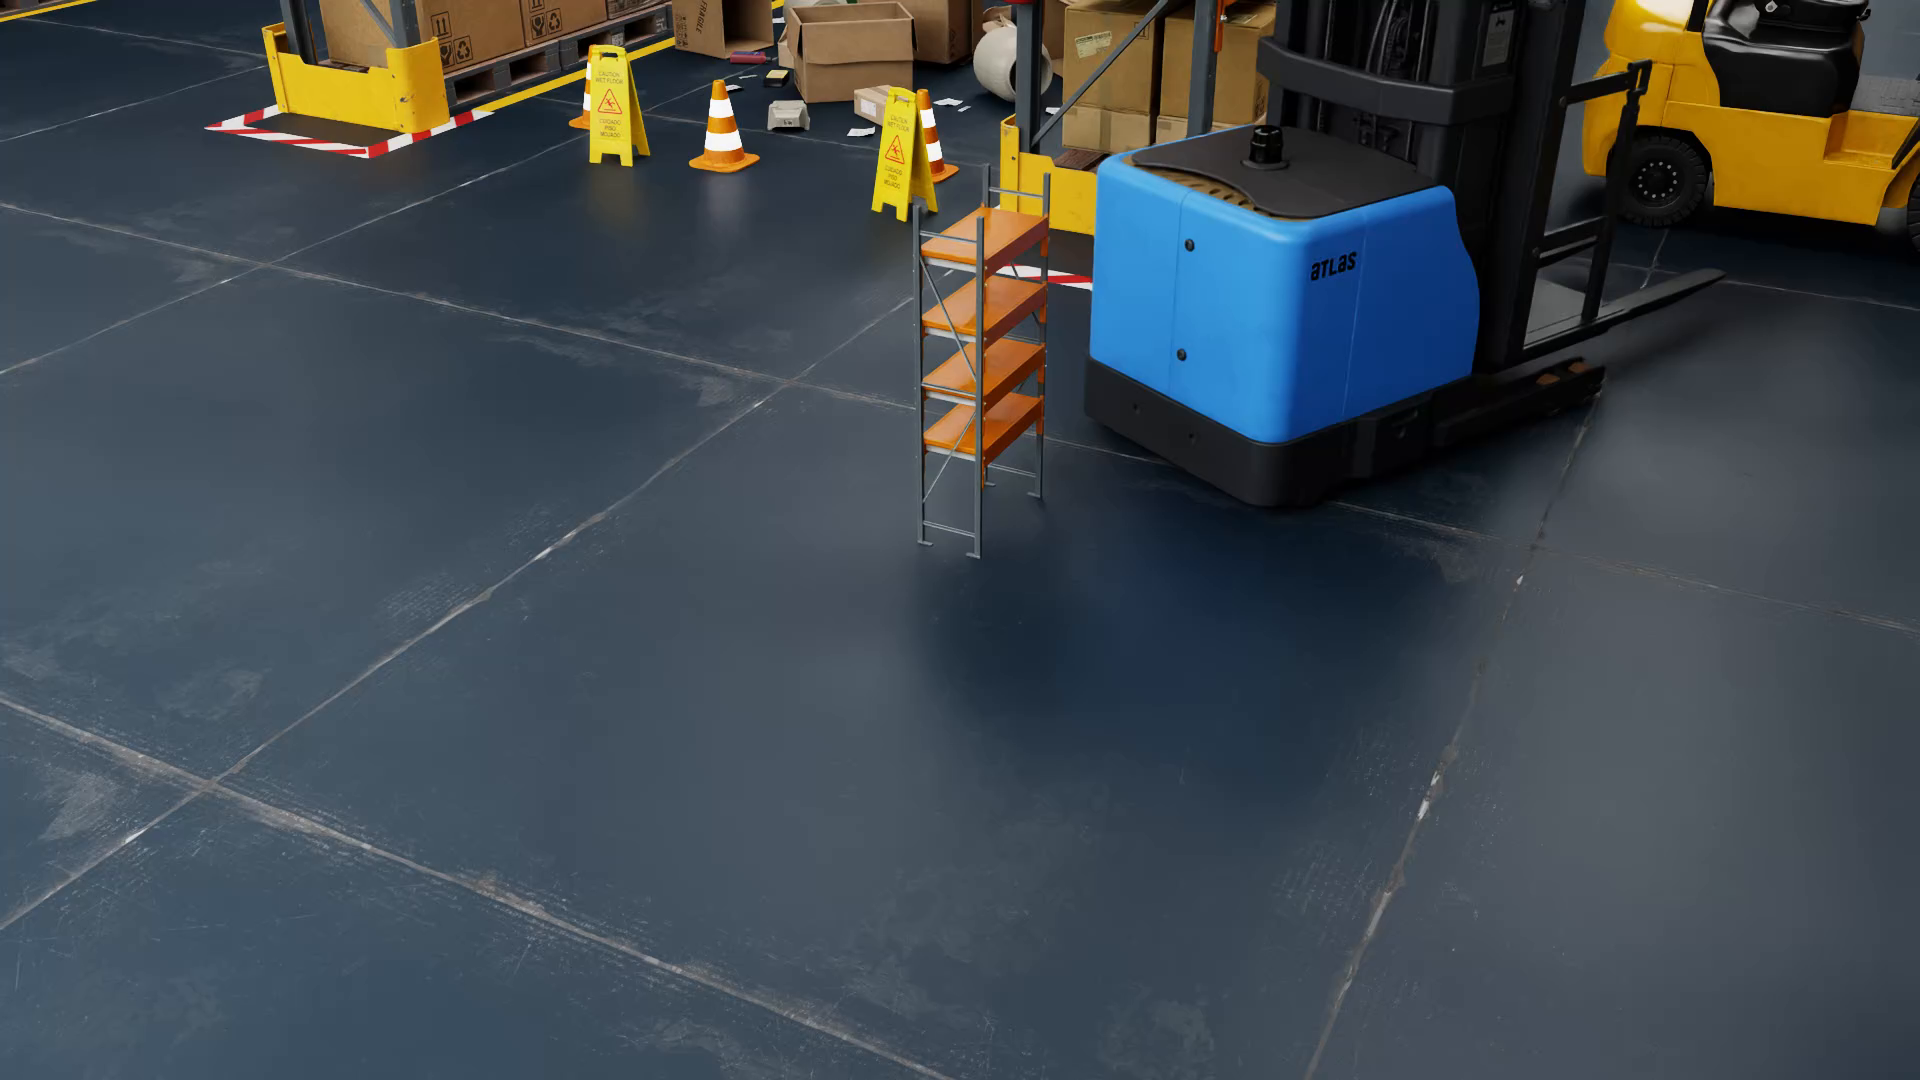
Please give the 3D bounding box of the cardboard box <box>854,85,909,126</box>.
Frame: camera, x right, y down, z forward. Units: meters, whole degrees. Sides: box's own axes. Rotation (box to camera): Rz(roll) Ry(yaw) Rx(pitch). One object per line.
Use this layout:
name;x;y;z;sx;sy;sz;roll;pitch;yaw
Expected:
cardboard box;-0.452;-2.680;10.267;0.250;0.149;0.380;-18;34;-28

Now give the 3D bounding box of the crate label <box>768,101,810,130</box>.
crate label;-1.044;-2.583;10.110;0.250;0.136;0.298;-1;30;-3

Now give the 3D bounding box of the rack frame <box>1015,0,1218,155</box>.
rack frame;0.749;-2.877;7.748;1.000;3.000;0.127;14;33;23

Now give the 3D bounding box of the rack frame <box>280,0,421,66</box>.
rack frame;-3.704;-3.955;9.626;1.000;3.000;0.127;14;33;23

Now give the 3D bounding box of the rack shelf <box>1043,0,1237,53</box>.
rack shelf;1.660;-3.452;9.471;1.077;0.370;4.000;14;33;23

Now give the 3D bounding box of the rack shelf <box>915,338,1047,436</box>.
rack shelf;0.075;-0.535;5.613;0.258;0.148;0.480;14;33;23

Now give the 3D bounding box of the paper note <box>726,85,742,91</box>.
paper note;-1.497;-2.959;10.873;0.142;0.017;0.144;-25;38;-36

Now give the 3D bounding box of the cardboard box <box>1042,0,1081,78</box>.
cardboard box;0.872;-3.401;11.168;0.500;0.500;0.500;-12;32;-20

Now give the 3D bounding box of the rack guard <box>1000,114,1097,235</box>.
rack guard;0.784;-1.827;8.429;1.175;0.500;0.348;14;33;23

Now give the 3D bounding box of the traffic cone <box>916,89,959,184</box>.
traffic cone;-0.203;-2.260;9.221;0.336;0.463;0.334;14;33;23

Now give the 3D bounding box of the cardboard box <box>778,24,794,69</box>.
cardboard box;-1.025;-3.363;11.340;0.396;0.266;0.258;21;36;32

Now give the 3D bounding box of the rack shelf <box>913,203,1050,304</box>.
rack shelf;0.075;-0.934;5.383;0.258;0.148;0.480;14;33;23

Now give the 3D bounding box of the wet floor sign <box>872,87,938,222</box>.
wet floor sign;-0.290;-2.015;8.610;0.232;0.644;0.267;-25;38;-36

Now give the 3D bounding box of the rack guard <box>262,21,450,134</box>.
rack guard;-3.715;-2.861;10.230;1.175;0.500;0.348;14;33;23

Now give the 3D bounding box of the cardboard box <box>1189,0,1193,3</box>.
cardboard box;1.117;-2.839;9.267;0.500;0.500;0.500;16;33;25

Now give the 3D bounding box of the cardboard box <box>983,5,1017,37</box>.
cardboard box;0.289;-3.591;11.736;0.258;0.266;0.396;-7;31;-11

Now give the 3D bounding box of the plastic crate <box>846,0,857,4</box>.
plastic crate;-0.794;-4.160;12.748;0.662;0.188;0.450;-18;24;-28

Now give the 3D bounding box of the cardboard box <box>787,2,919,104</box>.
cardboard box;-0.705;-3.148;10.726;0.797;0.503;0.637;-7;31;-11

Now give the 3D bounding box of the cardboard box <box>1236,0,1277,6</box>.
cardboard box;1.607;-2.730;9.079;0.500;0.500;0.500;13;32;21

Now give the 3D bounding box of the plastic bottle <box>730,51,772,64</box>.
plastic bottle;-1.435;-3.333;11.493;0.283;0.061;0.133;4;30;6

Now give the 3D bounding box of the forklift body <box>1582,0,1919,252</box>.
forklift body;4.409;-2.639;8.186;2.313;2.155;1.214;14;33;23

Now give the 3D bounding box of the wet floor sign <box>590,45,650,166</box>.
wet floor sign;-1.954;-2.472;9.407;0.267;0.644;0.232;9;31;15

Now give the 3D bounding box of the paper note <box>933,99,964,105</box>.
paper note;-0.072;-2.798;10.603;0.142;0.019;0.148;-25;38;-36

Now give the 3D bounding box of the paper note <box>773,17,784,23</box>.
paper note;-1.382;-3.938;12.576;0.147;0.020;0.142;-7;31;-11

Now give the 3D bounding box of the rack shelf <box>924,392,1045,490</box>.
rack shelf;0.075;-0.363;5.711;0.258;0.148;0.480;14;33;23

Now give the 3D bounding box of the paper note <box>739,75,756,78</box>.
paper note;-1.423;-3.108;11.151;0.123;0.001;0.032;-18;34;-28

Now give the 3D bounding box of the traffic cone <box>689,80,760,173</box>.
traffic cone;-1.346;-2.361;9.397;0.336;0.463;0.334;14;33;23

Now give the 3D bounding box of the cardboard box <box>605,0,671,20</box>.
cardboard box;-2.637;-4.326;11.983;0.875;0.875;0.875;15;33;24

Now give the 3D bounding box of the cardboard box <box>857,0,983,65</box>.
cardboard box;-0.286;-3.623;11.417;0.797;0.637;0.503;14;33;23

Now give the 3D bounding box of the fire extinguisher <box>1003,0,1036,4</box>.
fire extinguisher;0.287;-2.897;7.861;0.296;0.674;0.183;14;33;23

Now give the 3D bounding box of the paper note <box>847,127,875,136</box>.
paper note;-0.592;-2.460;10.004;0.148;0.019;0.142;4;30;6

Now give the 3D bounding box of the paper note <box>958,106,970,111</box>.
paper note;0.028;-2.716;10.469;0.032;0.001;0.123;14;33;23

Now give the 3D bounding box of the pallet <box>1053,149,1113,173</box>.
pallet;1.185;-2.054;9.114;1.003;0.211;1.213;14;33;23

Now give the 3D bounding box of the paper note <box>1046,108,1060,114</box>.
paper note;0.609;-2.694;10.411;0.142;0.019;0.148;4;30;6

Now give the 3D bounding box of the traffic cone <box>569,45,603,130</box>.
traffic cone;-2.198;-2.769;10.106;0.336;0.463;0.334;14;33;23

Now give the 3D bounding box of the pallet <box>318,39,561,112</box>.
pallet;-3.409;-3.118;10.968;1.003;0.211;1.213;14;33;23

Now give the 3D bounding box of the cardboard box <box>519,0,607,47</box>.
cardboard box;-3.055;-3.922;11.280;0.875;0.875;0.875;14;33;23

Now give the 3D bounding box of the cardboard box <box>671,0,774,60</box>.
cardboard box;-1.675;-3.725;11.732;0.500;0.500;0.500;21;36;32

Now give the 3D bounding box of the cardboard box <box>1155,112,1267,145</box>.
cardboard box;1.363;-2.162;8.842;0.500;0.250;0.500;14;33;23

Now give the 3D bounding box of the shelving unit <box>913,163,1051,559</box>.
shelving unit;0.075;-0.594;5.579;0.258;1.200;0.503;14;33;23

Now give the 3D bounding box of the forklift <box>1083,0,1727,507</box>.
forklift;1.974;-1.956;6.212;3.031;2.935;1.130;-20;35;-30

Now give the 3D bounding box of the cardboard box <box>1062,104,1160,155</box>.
cardboard box;0.889;-2.297;9.077;0.500;0.250;0.500;14;33;23

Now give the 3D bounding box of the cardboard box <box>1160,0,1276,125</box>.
cardboard box;1.373;-2.498;8.674;0.500;0.500;0.500;13;32;22

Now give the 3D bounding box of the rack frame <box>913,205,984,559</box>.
rack frame;-0.036;-0.486;5.391;0.240;1.200;0.015;14;33;23

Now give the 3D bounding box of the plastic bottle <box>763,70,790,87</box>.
plastic bottle;-1.211;-3.072;11.038;0.133;0.061;0.283;4;30;6

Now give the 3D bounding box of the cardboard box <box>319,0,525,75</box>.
cardboard box;-3.453;-3.532;10.600;0.875;0.875;0.875;14;33;24

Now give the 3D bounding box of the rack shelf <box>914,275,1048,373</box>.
rack shelf;0.075;-0.729;5.501;0.258;0.148;0.480;14;33;23

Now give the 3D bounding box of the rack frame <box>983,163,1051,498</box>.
rack frame;0.187;-0.702;5.767;0.240;1.200;0.015;14;33;23

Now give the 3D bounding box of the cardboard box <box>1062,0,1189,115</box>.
cardboard box;0.882;-2.606;8.863;0.500;0.500;0.500;15;33;24

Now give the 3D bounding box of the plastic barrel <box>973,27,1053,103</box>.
plastic barrel;0.342;-3.019;10.582;0.421;0.421;0.512;-12;32;-20

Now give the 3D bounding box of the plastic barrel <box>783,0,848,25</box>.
plastic barrel;-1.033;-3.760;11.873;0.421;0.421;0.512;-12;32;-20

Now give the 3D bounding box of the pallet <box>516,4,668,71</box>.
pallet;-2.852;-3.657;11.907;1.003;0.211;1.213;14;33;23

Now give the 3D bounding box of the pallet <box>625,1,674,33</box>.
pallet;-2.297;-4.200;12.852;1.003;0.211;1.213;14;33;23
